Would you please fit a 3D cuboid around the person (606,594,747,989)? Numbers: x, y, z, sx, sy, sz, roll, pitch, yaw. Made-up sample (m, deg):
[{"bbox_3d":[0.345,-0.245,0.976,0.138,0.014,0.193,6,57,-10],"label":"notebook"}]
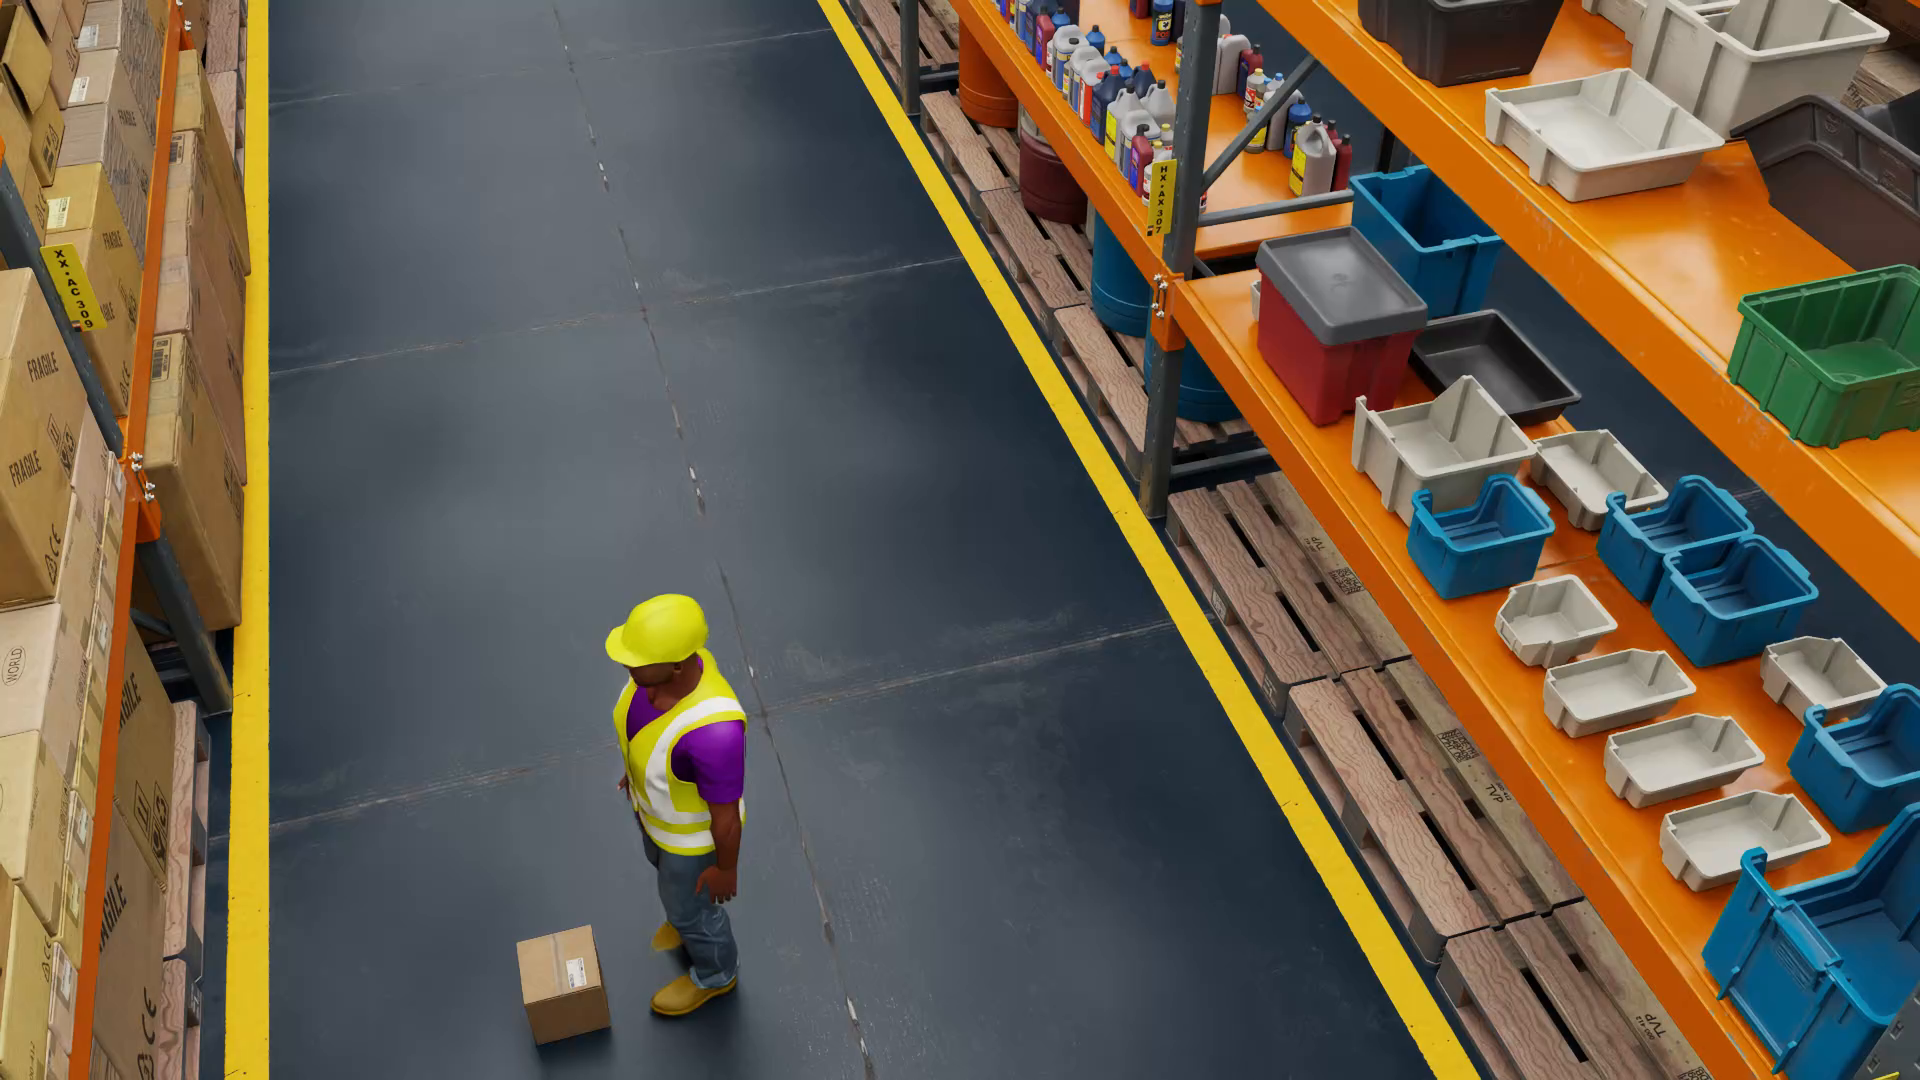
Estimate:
[{"bbox_3d":[-0.843,0.814,5.195,0.337,1.703,0.592,-20,46,-21],"label":"person"}]
